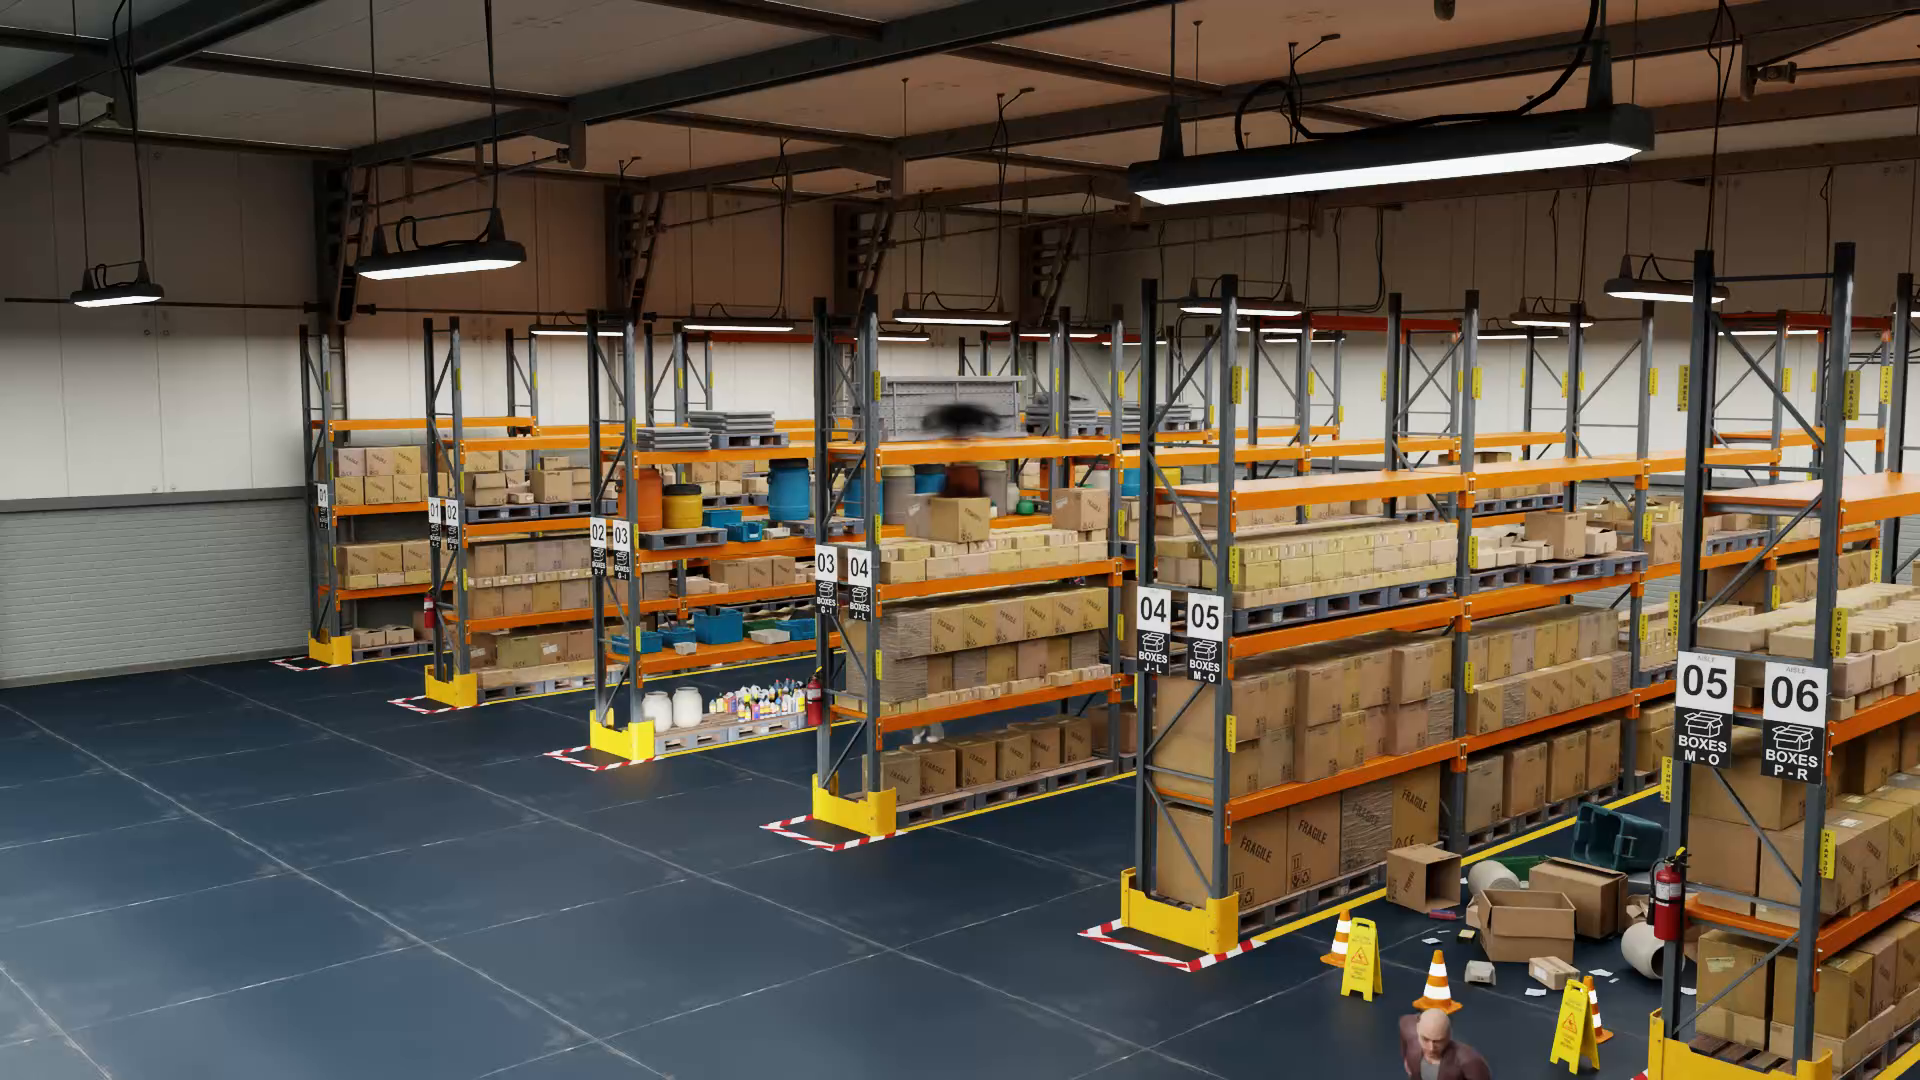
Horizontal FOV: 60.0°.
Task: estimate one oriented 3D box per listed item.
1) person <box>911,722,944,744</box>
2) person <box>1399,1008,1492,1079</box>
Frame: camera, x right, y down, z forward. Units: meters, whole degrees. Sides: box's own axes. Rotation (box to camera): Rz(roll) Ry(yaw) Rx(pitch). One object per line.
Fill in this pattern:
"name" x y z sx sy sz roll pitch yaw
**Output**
"person" -0.479 2.022 22.900 0.689 1.677 0.546 -6 8 -45
"person" 2.829 3.393 9.698 0.717 1.583 1.151 4 7 36
